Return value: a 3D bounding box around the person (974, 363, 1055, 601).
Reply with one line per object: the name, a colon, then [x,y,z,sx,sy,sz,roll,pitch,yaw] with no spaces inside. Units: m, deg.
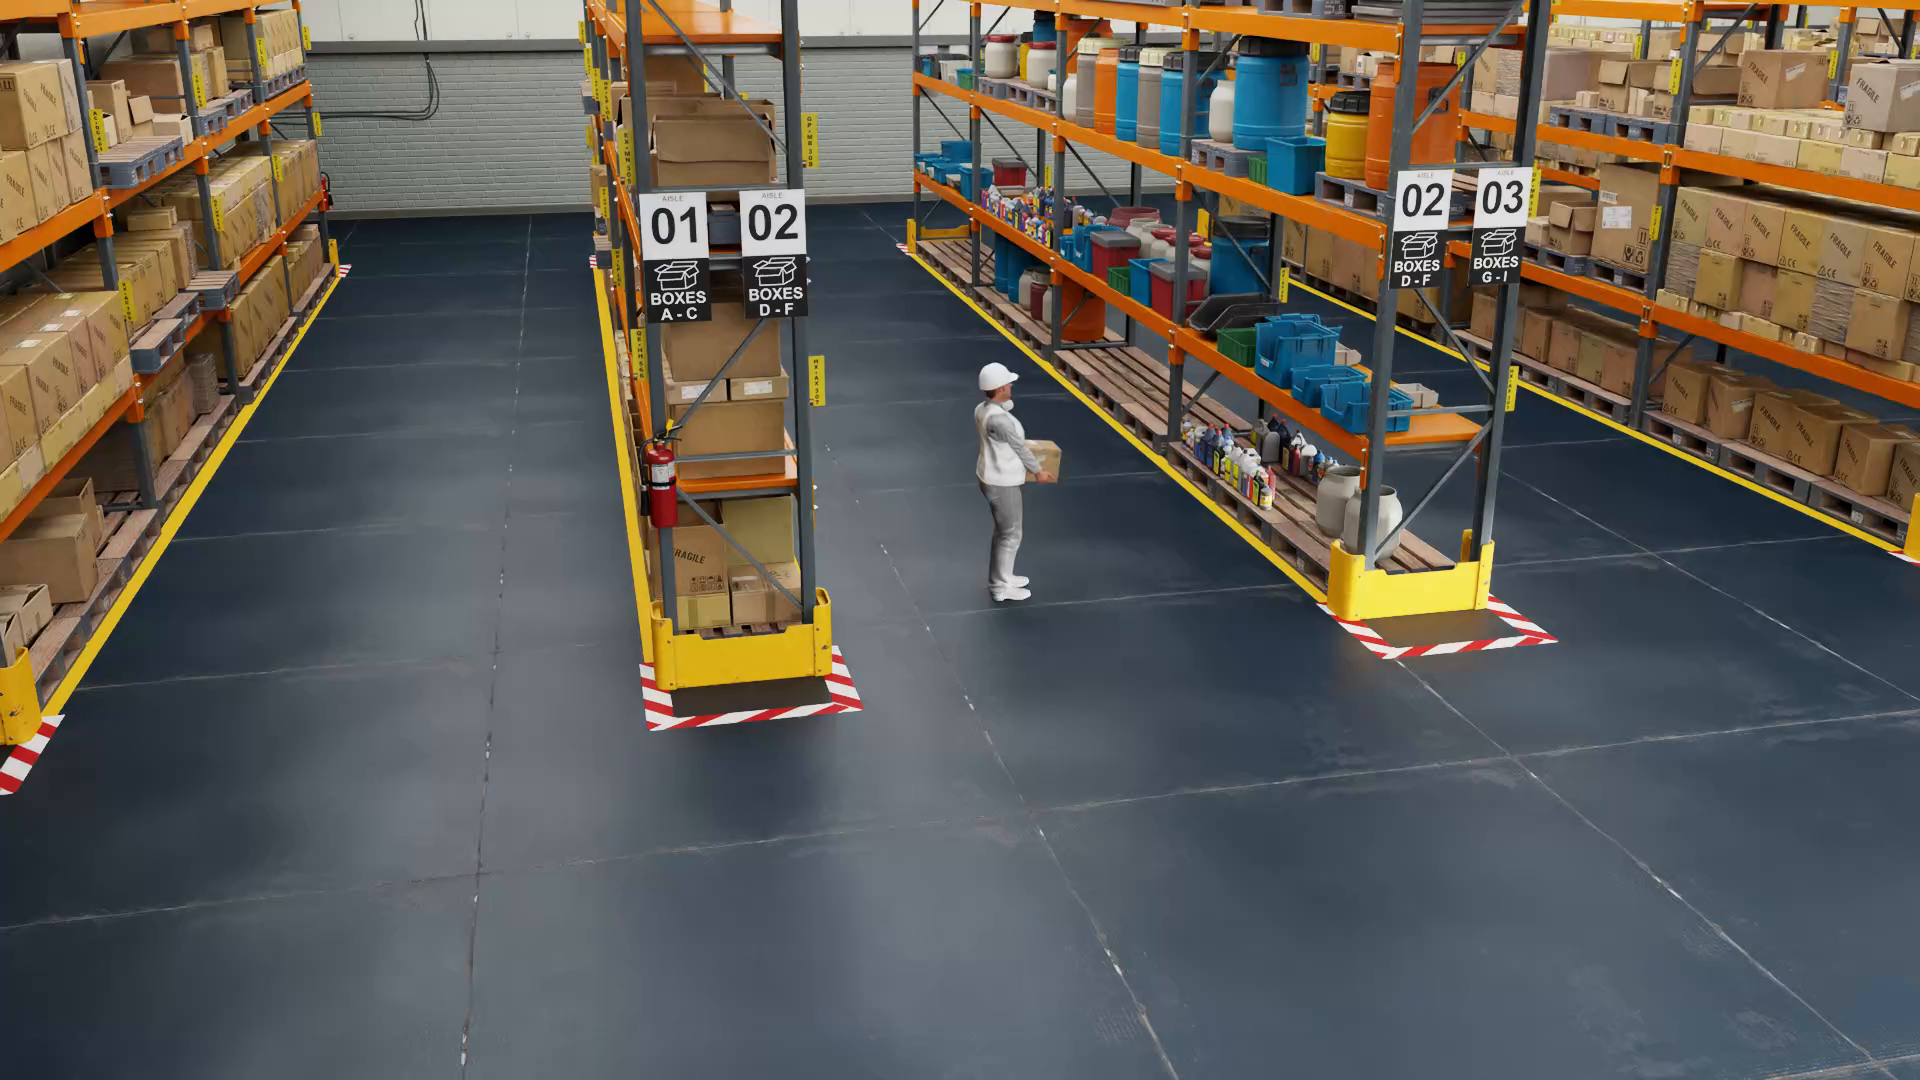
person: [0.397,-0.450,12.315,0.546,1.765,0.494,-4,20,-12]
